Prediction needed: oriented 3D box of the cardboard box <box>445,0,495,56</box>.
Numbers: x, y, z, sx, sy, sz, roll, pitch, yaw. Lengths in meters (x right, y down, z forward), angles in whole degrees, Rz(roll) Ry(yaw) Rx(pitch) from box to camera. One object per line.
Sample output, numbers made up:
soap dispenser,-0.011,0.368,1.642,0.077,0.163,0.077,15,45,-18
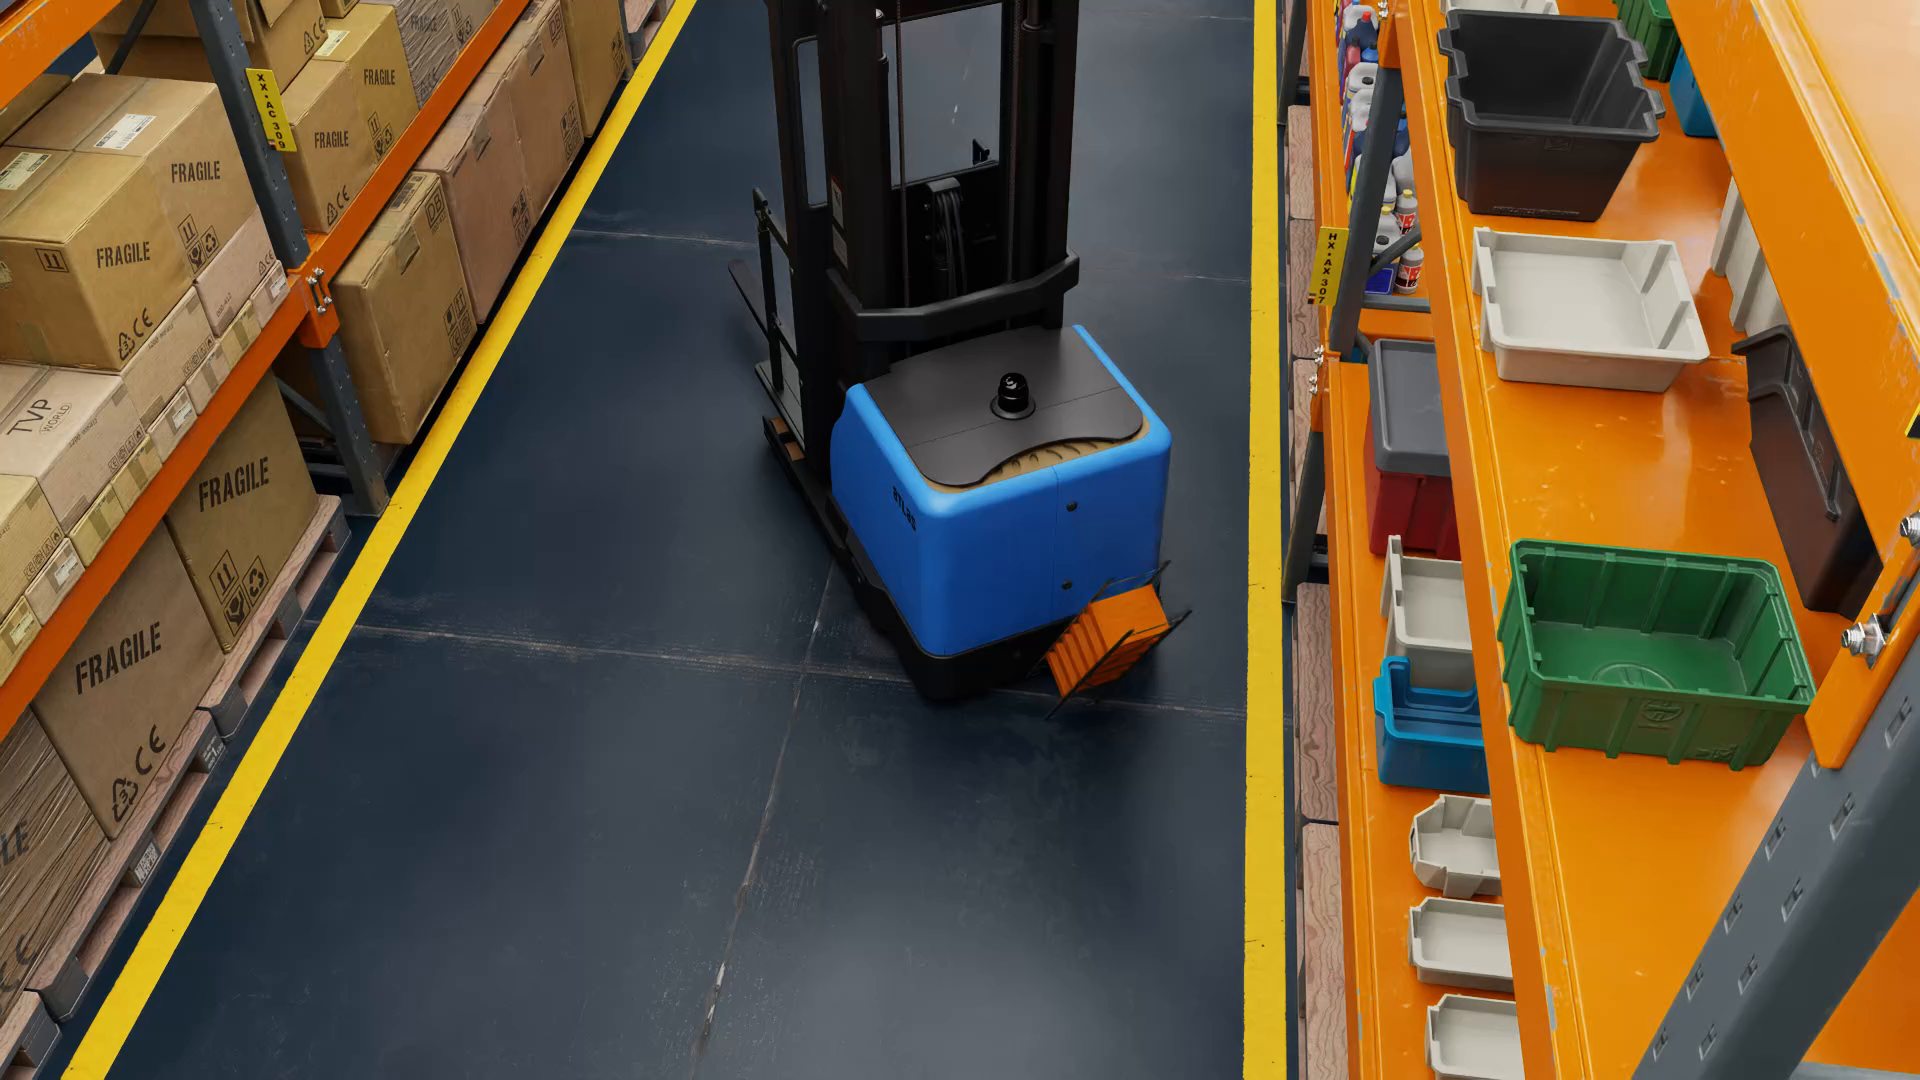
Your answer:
cardboard box,-2.552,-2.632,7.797,0.500,0.500,0.500,6,44,6

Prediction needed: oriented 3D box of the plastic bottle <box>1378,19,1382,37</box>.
plastic bottle,1.965,-2.285,7.540,0.144,0.351,0.185,5,44,6

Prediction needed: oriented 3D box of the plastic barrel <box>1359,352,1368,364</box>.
plastic barrel,1.942,-0.578,6.922,0.600,0.901,0.708,5,44,6

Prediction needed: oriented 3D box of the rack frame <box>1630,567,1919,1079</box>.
rack frame,1.321,-0.271,1.013,0.949,2.616,0.053,5,44,6

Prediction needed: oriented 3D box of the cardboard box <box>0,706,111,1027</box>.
cardboard box,-3.459,1.013,5.261,0.875,0.875,0.875,5,44,6

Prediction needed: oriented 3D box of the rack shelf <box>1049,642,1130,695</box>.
rack shelf,0.486,0.442,6.179,0.258,0.103,0.180,-16,74,-17

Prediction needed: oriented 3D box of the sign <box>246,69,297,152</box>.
sign,-2.506,-1.562,6.053,0.100,0.325,0.005,5,44,6

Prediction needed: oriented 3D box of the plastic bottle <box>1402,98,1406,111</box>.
plastic bottle,1.844,-1.755,7.038,0.097,0.271,0.097,0,43,0

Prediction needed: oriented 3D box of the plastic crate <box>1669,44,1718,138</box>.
plastic crate,2.049,-1.197,4.295,0.416,0.233,0.300,5,44,6

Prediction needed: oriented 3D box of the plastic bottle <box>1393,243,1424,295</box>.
plastic bottle,1.711,-1.046,6.339,0.097,0.201,0.097,0,43,0

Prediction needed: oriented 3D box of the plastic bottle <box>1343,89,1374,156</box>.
plastic bottle,1.718,-1.756,7.035,0.152,0.276,0.135,5,44,6

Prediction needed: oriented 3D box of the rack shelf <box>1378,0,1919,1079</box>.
rack shelf,1.589,-0.283,3.731,1.077,0.370,4.000,5,44,6

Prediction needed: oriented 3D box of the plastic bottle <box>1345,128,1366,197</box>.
plastic bottle,1.675,-1.583,6.798,0.144,0.351,0.185,5,44,6

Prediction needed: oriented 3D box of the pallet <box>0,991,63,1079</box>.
pallet,-3.557,1.918,5.093,1.003,0.211,1.213,5,44,6

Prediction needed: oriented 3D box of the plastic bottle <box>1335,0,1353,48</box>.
plastic bottle,1.807,-2.453,7.766,0.061,0.283,0.133,5,44,6

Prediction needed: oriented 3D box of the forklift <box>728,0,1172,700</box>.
forklift,-0.256,-1.461,6.683,1.130,2.935,3.031,-17,46,-17

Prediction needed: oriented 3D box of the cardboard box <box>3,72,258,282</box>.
cardboard box,-2.852,-1.257,5.765,0.500,0.500,0.500,6,44,7

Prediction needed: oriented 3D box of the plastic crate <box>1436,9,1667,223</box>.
plastic crate,1.417,-1.038,4.101,0.497,0.269,0.590,5,44,6

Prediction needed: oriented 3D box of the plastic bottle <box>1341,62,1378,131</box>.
plastic bottle,1.748,-1.914,7.202,0.152,0.276,0.135,5,44,6

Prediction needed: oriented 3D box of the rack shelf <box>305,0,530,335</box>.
rack shelf,-2.792,-2.370,8.117,1.077,0.370,4.000,5,44,6

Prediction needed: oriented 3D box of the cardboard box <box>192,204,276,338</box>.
cardboard box,-2.854,-0.997,6.037,0.500,0.250,0.500,4,44,5

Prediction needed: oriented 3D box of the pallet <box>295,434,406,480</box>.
pallet,-3.029,-0.789,7.952,1.003,0.211,1.213,5,44,6

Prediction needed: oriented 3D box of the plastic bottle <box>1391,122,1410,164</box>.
plastic bottle,1.818,-1.569,6.784,0.144,0.351,0.185,5,44,6

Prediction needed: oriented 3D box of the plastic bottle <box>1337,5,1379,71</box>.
plastic bottle,1.821,-2.289,7.598,0.152,0.276,0.135,5,44,6

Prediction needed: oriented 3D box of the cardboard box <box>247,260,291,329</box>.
cardboard box,-2.772,-0.940,6.266,0.380,0.149,0.250,5,44,6

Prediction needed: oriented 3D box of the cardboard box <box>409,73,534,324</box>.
cardboard box,-2.874,-1.697,8.122,1.225,0.875,0.875,4,44,4

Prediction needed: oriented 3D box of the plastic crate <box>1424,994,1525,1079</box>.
plastic crate,1.306,1.213,3.957,0.396,0.136,0.243,5,44,6

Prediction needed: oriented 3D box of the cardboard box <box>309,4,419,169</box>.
cardboard box,-2.682,-1.938,7.065,0.500,0.500,0.500,5,44,6

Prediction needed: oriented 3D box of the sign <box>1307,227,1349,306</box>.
sign,1.308,-0.970,5.914,0.100,0.325,0.005,5,44,6

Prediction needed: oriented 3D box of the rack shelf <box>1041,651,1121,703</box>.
rack shelf,0.463,0.483,6.289,0.258,0.103,0.180,-16,74,-17

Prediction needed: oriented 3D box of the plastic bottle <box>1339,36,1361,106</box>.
plastic bottle,1.734,-2.078,7.370,0.061,0.283,0.133,5,44,6

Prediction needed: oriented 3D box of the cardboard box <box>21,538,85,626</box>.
cardboard box,-2.976,0.109,5.158,0.380,0.149,0.250,6,44,6

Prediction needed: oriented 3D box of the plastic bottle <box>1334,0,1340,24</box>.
plastic bottle,1.853,-2.592,7.922,0.097,0.271,0.097,0,43,0

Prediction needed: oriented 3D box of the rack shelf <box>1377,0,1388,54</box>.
rack shelf,2.118,-3.009,6.610,1.077,0.370,4.000,5,44,6

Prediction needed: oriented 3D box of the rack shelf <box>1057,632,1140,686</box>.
rack shelf,0.508,0.401,6.068,0.258,0.103,0.180,-16,74,-17

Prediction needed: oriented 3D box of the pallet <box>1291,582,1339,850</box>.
pallet,1.795,0.699,6.381,1.003,0.211,1.213,5,44,6

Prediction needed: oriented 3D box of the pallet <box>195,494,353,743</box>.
pallet,-3.234,0.255,6.849,1.003,0.211,1.213,5,44,6

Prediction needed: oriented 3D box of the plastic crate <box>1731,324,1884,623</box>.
plastic crate,1.799,-0.175,3.139,0.504,0.338,0.767,5,44,6

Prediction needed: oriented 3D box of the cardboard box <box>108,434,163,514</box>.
cardboard box,-2.907,-0.238,5.525,0.380,0.149,0.250,6,44,6

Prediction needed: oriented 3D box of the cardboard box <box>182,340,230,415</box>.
cardboard box,-2.840,-0.589,5.896,0.380,0.149,0.250,5,44,5

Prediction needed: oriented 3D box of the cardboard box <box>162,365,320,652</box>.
cardboard box,-3.223,-0.207,6.549,0.875,0.875,0.875,5,44,6

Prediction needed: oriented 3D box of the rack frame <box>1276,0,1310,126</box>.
rack frame,2.382,-3.544,8.834,1.000,3.000,0.127,5,44,6

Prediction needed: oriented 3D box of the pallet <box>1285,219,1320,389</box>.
pallet,2.156,-1.162,8.346,1.003,0.211,1.213,5,44,6

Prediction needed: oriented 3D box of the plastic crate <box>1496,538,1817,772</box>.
plastic crate,1.172,0.197,2.855,0.450,0.188,0.336,5,44,6

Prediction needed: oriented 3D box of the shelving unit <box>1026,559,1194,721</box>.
shelving unit,0.516,0.386,6.027,0.258,1.200,0.189,-16,74,-17

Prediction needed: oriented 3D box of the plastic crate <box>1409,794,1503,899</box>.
plastic crate,1.339,0.818,4.375,0.298,0.136,0.250,5,44,6

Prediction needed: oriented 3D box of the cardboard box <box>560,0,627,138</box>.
cardboard box,-2.639,-2.907,9.401,1.225,0.875,0.875,3,44,4

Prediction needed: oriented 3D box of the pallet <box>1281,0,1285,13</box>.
pallet,2.687,-3.885,11.222,1.003,0.211,1.213,5,44,6

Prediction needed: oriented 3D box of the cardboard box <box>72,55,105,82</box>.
cardboard box,-3.265,-1.648,6.759,0.500,0.500,0.500,5,44,6

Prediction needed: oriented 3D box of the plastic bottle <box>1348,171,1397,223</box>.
plastic bottle,1.633,-1.320,6.575,0.152,0.276,0.135,5,44,6

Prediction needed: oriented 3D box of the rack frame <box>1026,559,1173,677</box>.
rack frame,0.485,0.303,6.052,0.240,1.200,0.006,-16,74,-17

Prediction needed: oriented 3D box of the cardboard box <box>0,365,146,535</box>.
cardboard box,-2.988,-0.297,5.296,0.500,0.250,0.500,6,44,6

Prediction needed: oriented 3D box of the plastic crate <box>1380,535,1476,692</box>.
plastic crate,1.469,0.227,4.894,0.437,0.282,0.530,5,44,6

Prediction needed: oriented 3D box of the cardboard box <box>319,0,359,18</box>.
cardboard box,-2.878,-2.572,7.004,0.797,0.503,0.637,6,44,6

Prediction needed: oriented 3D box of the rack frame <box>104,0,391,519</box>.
rack frame,-3.056,-1.269,6.430,1.000,3.000,0.127,5,44,6

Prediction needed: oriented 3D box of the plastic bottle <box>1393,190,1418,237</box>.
plastic bottle,1.759,-1.295,6.602,0.097,0.201,0.097,0,43,0
